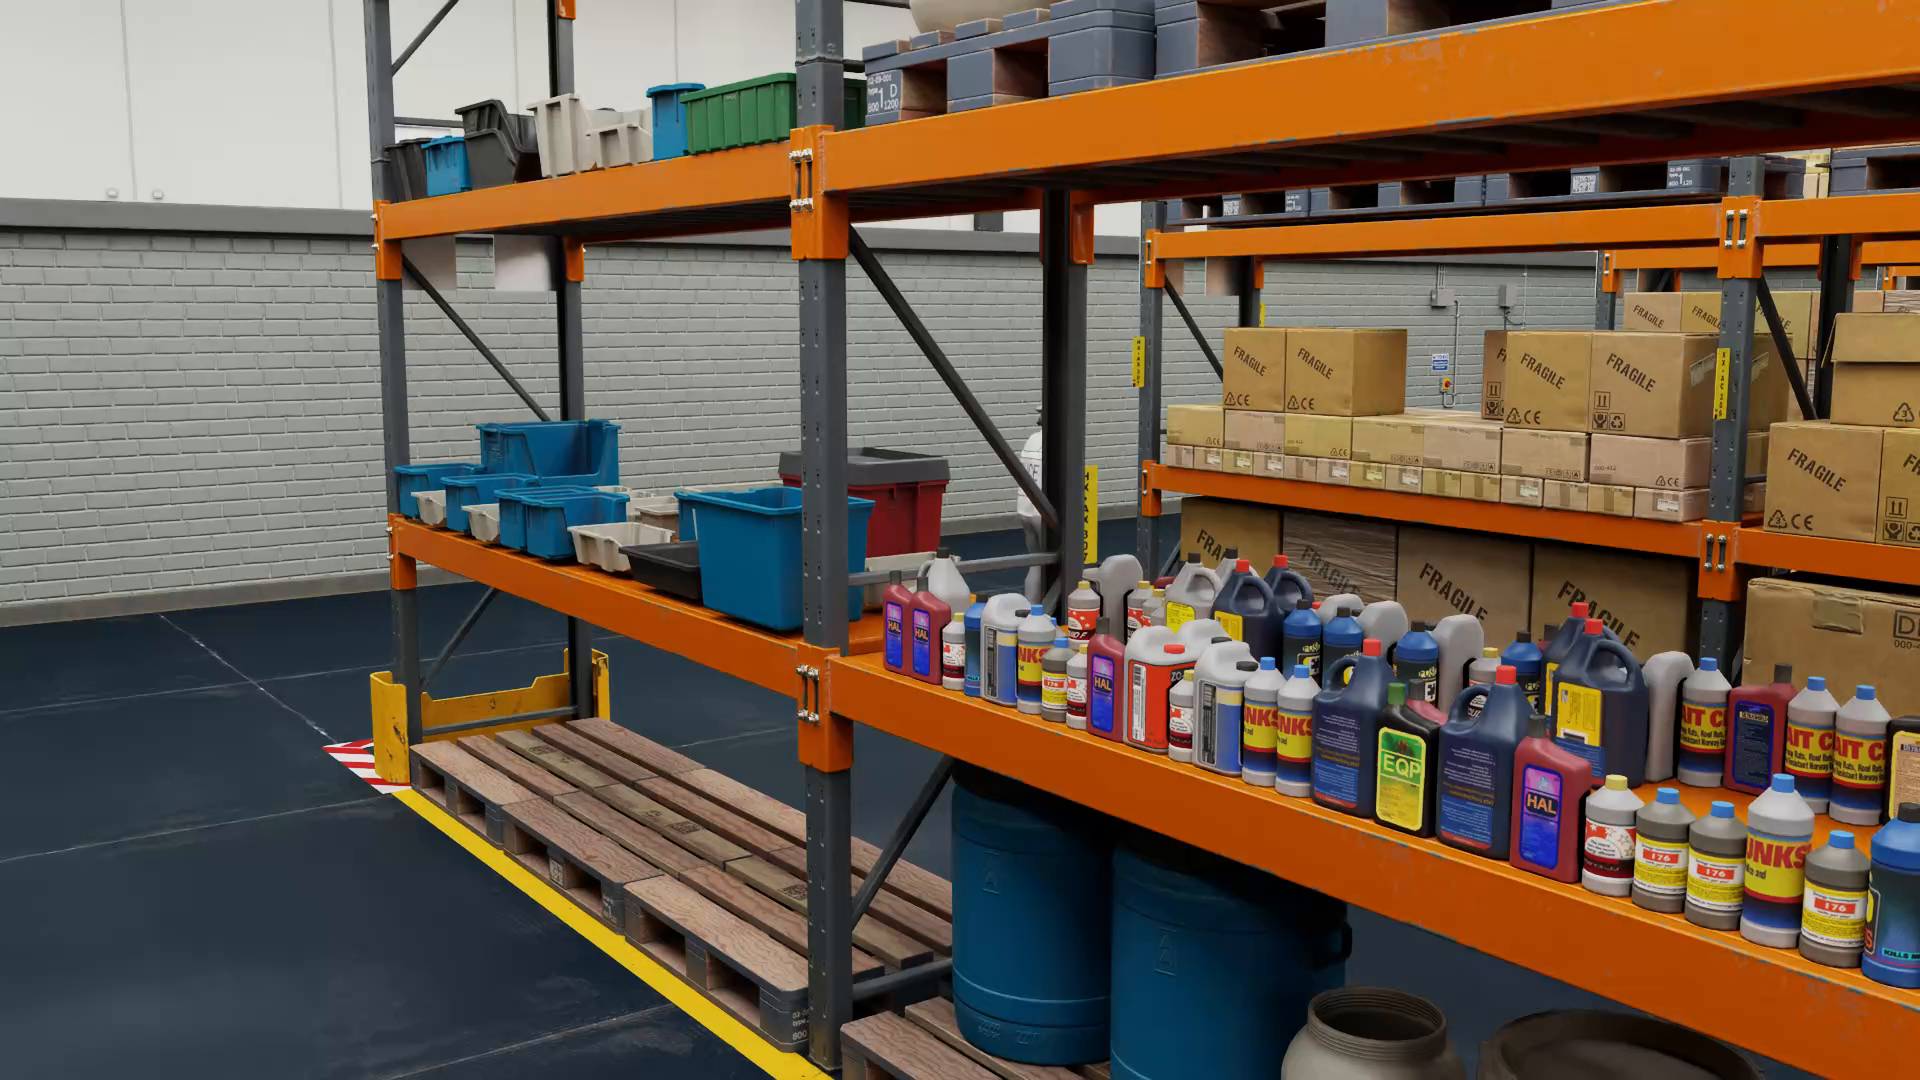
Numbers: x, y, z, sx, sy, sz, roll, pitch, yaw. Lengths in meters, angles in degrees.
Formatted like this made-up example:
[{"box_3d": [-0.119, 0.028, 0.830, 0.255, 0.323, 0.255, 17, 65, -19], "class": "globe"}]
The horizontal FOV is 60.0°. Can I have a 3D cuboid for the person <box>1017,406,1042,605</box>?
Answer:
[{"box_3d": [0.631, -0.162, 11.983, 0.392, 1.659, 0.505, -4, 9, -28], "class": "person"}]
